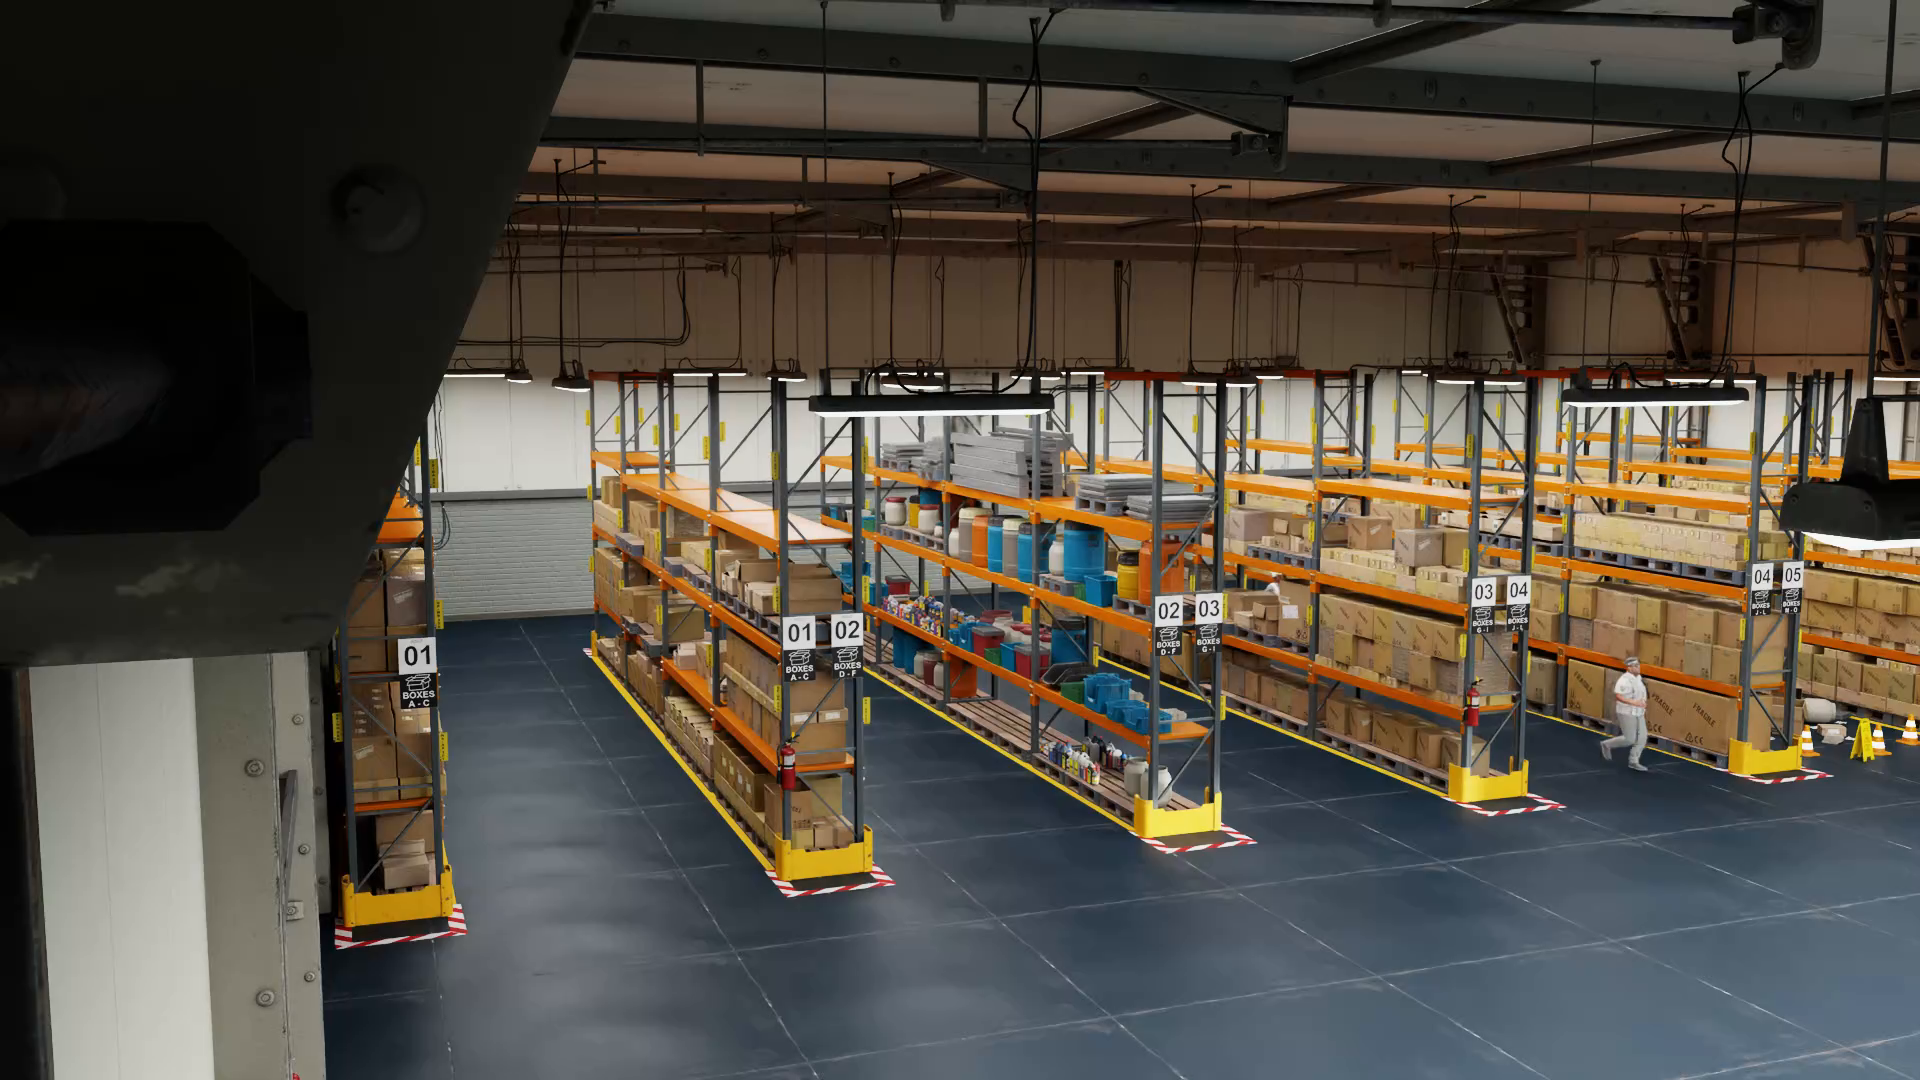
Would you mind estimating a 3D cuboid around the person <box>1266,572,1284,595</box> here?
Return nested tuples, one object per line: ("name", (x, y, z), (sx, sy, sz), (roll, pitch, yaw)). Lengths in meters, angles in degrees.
("person", (6.802, 1.490, 35.681), (0.660, 1.730, 0.658), (-4, 7, -30))

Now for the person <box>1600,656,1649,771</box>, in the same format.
("person", (10.229, 2.623, 25.448), (0.668, 1.749, 0.741), (-5, 8, -39))
